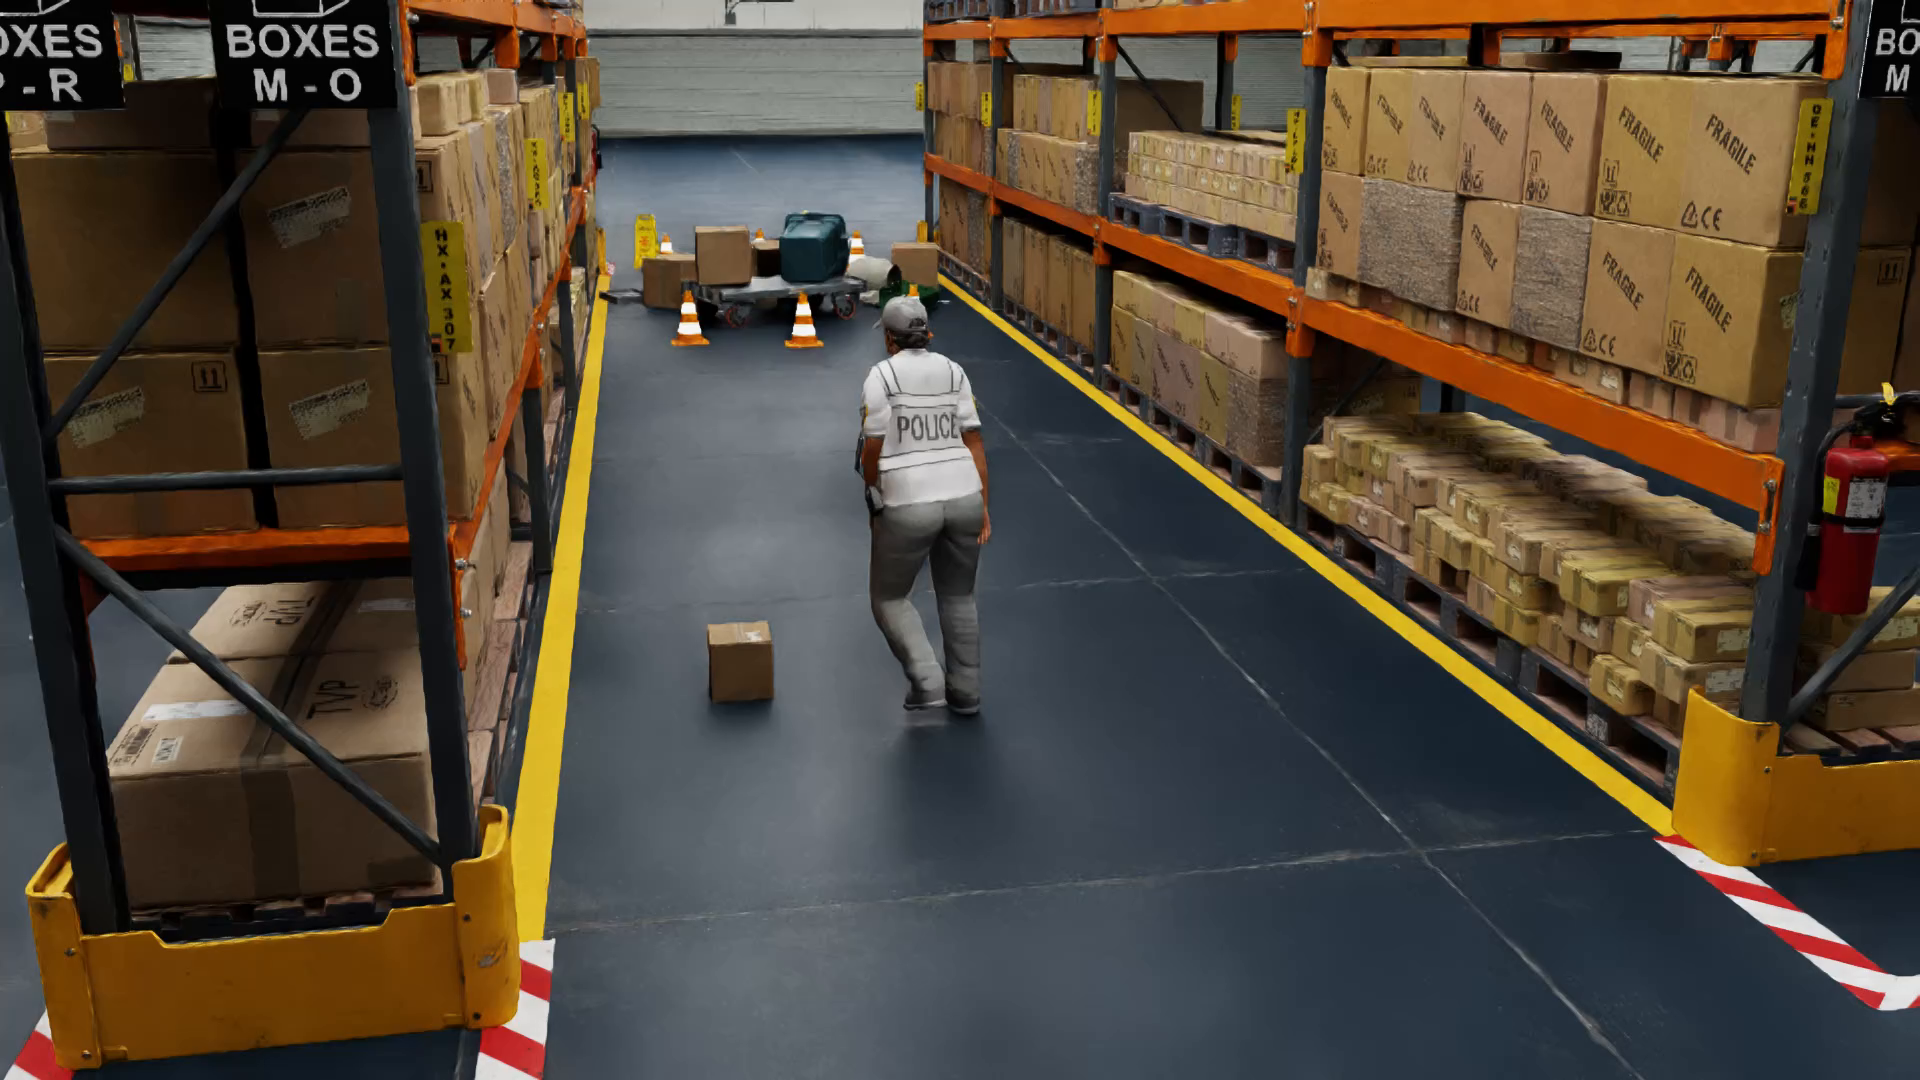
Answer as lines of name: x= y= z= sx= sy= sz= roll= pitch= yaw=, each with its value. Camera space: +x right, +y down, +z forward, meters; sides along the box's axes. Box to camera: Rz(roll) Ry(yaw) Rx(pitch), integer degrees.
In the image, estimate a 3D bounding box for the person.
person: x=-0.145 y=-0.110 z=6.450 sx=0.485 sy=1.641 sz=0.650 roll=-9 pitch=19 yaw=-29
